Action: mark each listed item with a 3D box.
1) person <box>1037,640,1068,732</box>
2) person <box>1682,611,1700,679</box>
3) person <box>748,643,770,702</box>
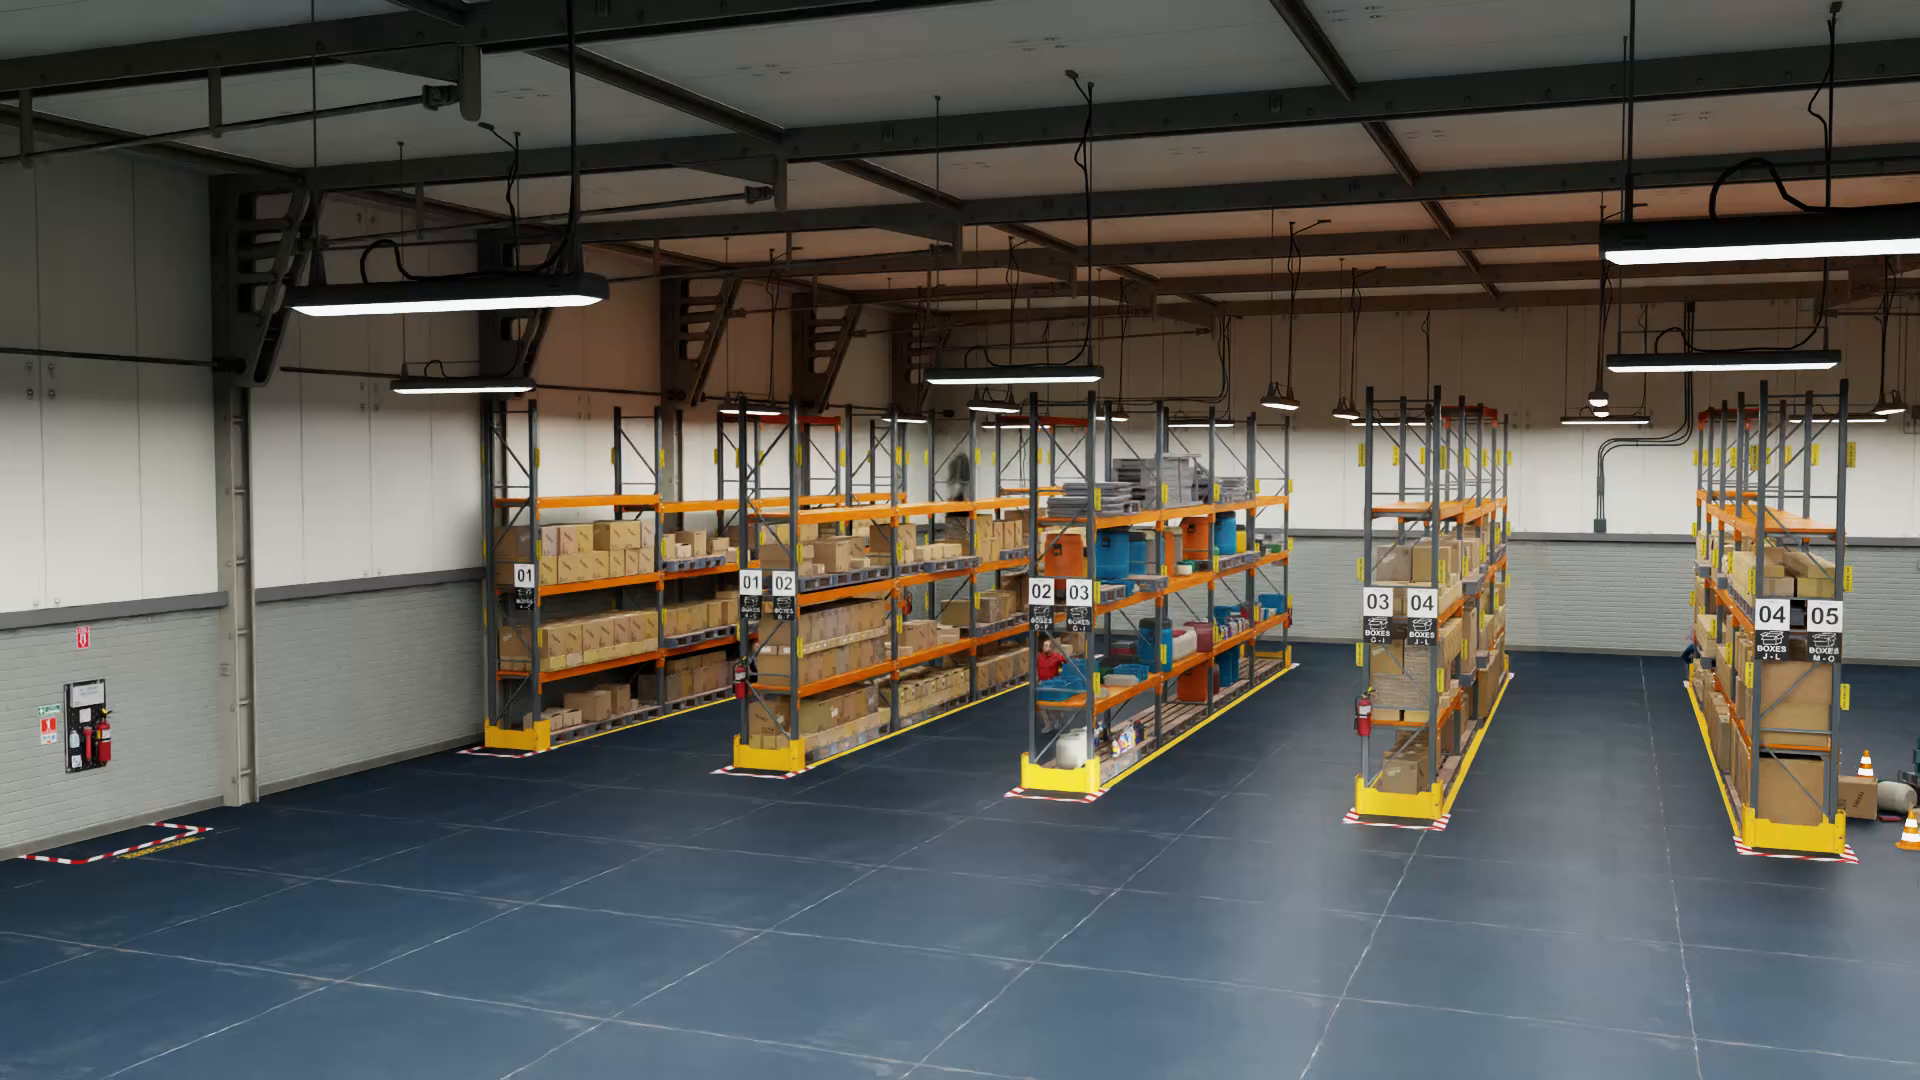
[{"bbox_3d":[1.618,2.667,30.298,0.686,1.687,0.617,1,3,26],"label":"person"},{"bbox_3d":[16.638,2.373,37.543,0.609,1.585,0.607,2,3,29],"label":"person"},{"bbox_3d":[-3.596,2.665,30.088,0.637,1.654,0.891,1,3,16],"label":"person"}]
